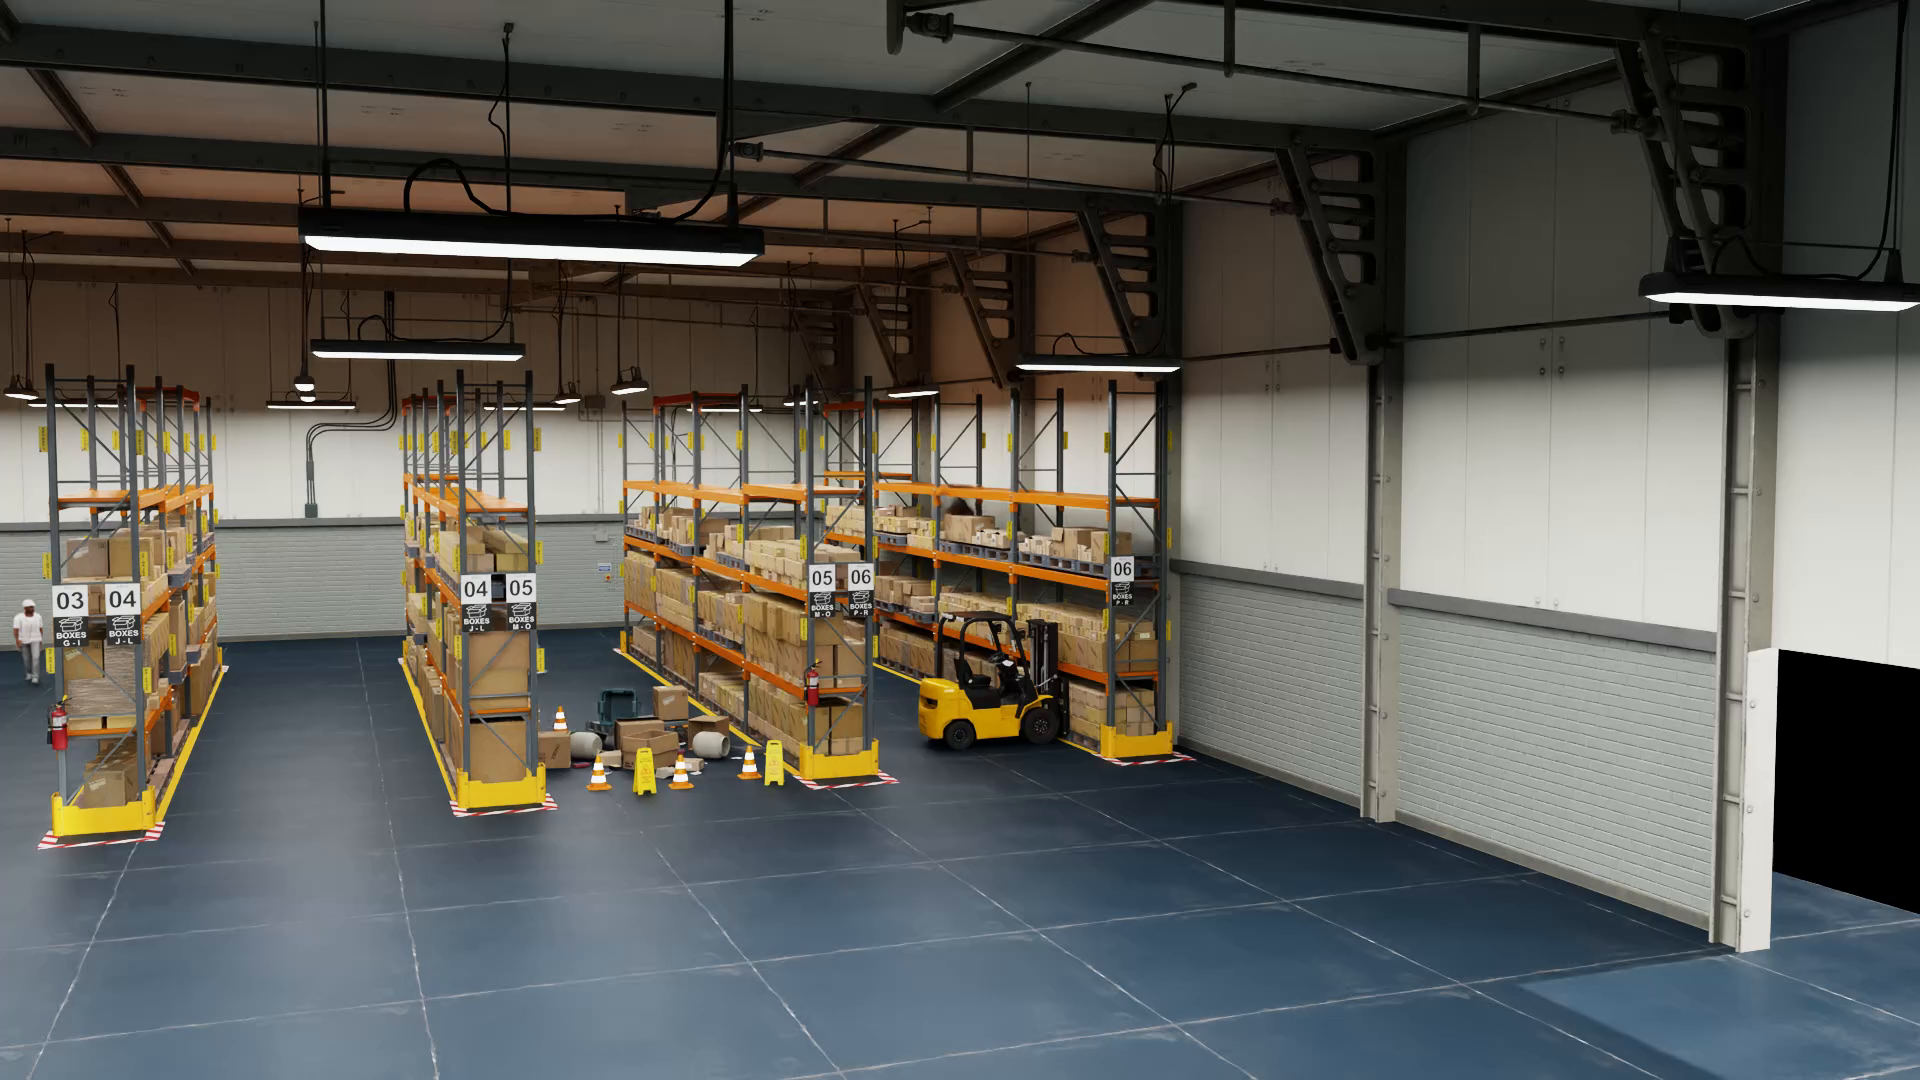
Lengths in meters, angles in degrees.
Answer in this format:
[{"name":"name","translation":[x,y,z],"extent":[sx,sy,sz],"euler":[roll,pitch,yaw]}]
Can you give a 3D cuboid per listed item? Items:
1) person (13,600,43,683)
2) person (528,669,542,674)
[{"name":"person","translation":[-19.371,2.105,34.544],"extent":[0.501,1.716,1.010],"euler":[-1,4,-20]},{"name":"person","translation":[-9.315,2.084,35.988],"extent":[0.506,1.714,0.519],"euler":[-2,4,-30]}]
